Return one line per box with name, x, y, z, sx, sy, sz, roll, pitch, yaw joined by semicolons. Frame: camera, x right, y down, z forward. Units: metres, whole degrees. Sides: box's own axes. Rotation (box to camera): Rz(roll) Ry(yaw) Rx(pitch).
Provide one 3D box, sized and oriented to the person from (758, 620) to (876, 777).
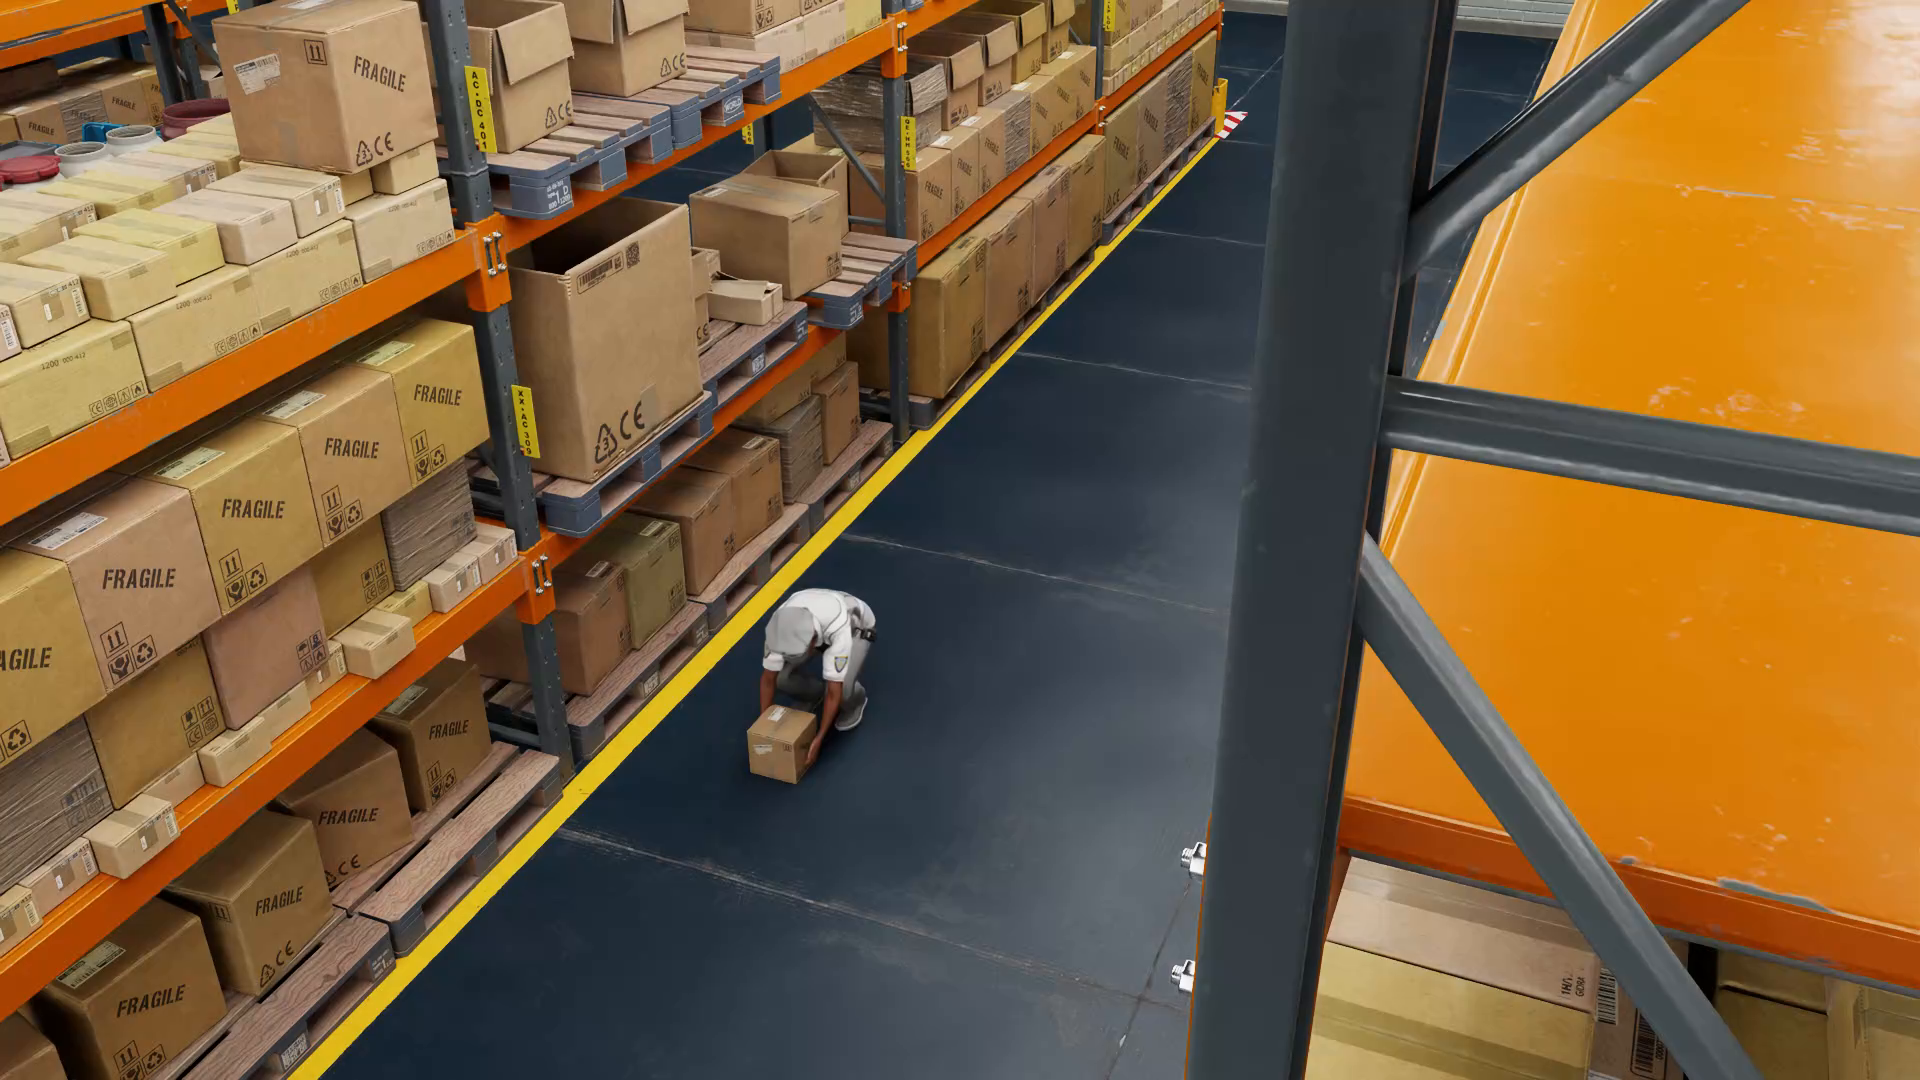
person;-0.737;0.645;8.163;0.402;0.847;0.769;11;32;19
